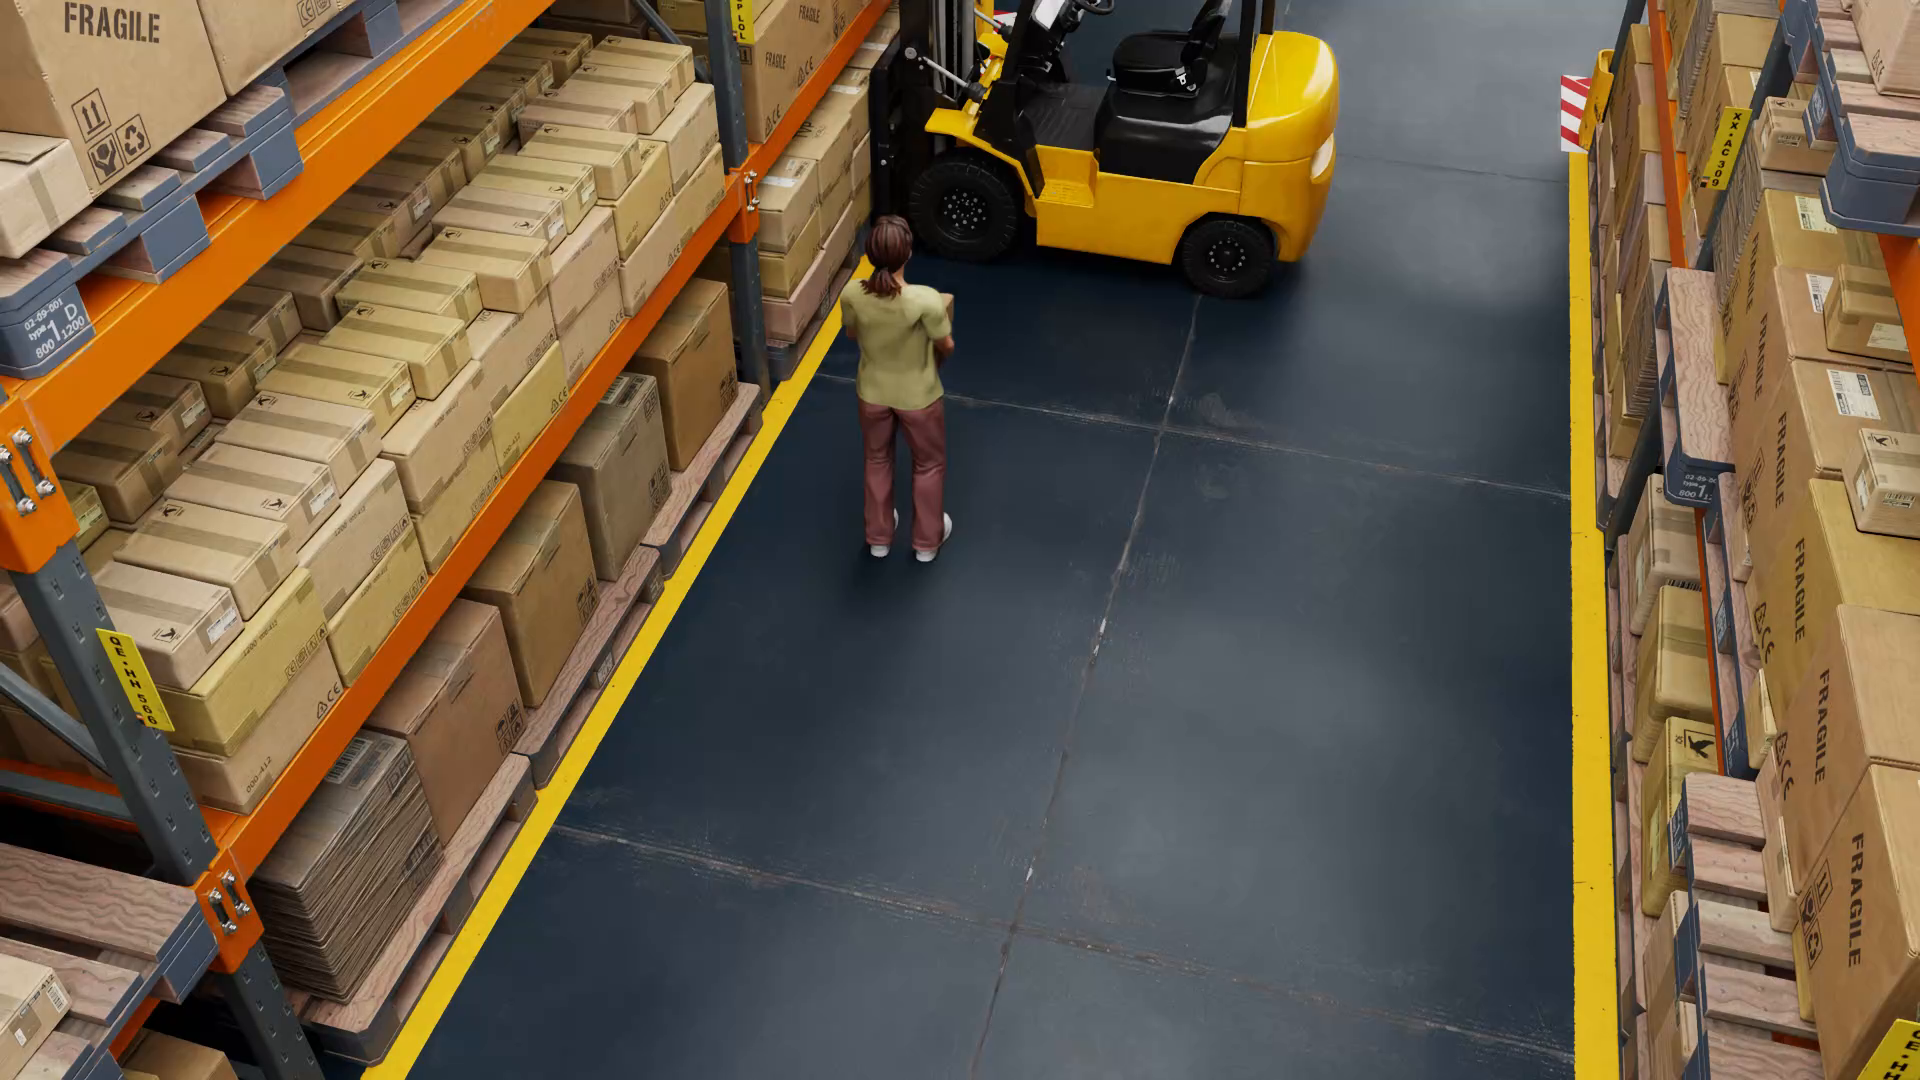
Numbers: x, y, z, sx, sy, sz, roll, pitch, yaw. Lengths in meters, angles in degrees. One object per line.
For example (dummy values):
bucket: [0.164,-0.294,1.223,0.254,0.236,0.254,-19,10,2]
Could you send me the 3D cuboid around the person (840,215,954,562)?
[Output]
person: [-0.236,-0.643,6.894,0.452,1.672,0.523,10,42,11]
